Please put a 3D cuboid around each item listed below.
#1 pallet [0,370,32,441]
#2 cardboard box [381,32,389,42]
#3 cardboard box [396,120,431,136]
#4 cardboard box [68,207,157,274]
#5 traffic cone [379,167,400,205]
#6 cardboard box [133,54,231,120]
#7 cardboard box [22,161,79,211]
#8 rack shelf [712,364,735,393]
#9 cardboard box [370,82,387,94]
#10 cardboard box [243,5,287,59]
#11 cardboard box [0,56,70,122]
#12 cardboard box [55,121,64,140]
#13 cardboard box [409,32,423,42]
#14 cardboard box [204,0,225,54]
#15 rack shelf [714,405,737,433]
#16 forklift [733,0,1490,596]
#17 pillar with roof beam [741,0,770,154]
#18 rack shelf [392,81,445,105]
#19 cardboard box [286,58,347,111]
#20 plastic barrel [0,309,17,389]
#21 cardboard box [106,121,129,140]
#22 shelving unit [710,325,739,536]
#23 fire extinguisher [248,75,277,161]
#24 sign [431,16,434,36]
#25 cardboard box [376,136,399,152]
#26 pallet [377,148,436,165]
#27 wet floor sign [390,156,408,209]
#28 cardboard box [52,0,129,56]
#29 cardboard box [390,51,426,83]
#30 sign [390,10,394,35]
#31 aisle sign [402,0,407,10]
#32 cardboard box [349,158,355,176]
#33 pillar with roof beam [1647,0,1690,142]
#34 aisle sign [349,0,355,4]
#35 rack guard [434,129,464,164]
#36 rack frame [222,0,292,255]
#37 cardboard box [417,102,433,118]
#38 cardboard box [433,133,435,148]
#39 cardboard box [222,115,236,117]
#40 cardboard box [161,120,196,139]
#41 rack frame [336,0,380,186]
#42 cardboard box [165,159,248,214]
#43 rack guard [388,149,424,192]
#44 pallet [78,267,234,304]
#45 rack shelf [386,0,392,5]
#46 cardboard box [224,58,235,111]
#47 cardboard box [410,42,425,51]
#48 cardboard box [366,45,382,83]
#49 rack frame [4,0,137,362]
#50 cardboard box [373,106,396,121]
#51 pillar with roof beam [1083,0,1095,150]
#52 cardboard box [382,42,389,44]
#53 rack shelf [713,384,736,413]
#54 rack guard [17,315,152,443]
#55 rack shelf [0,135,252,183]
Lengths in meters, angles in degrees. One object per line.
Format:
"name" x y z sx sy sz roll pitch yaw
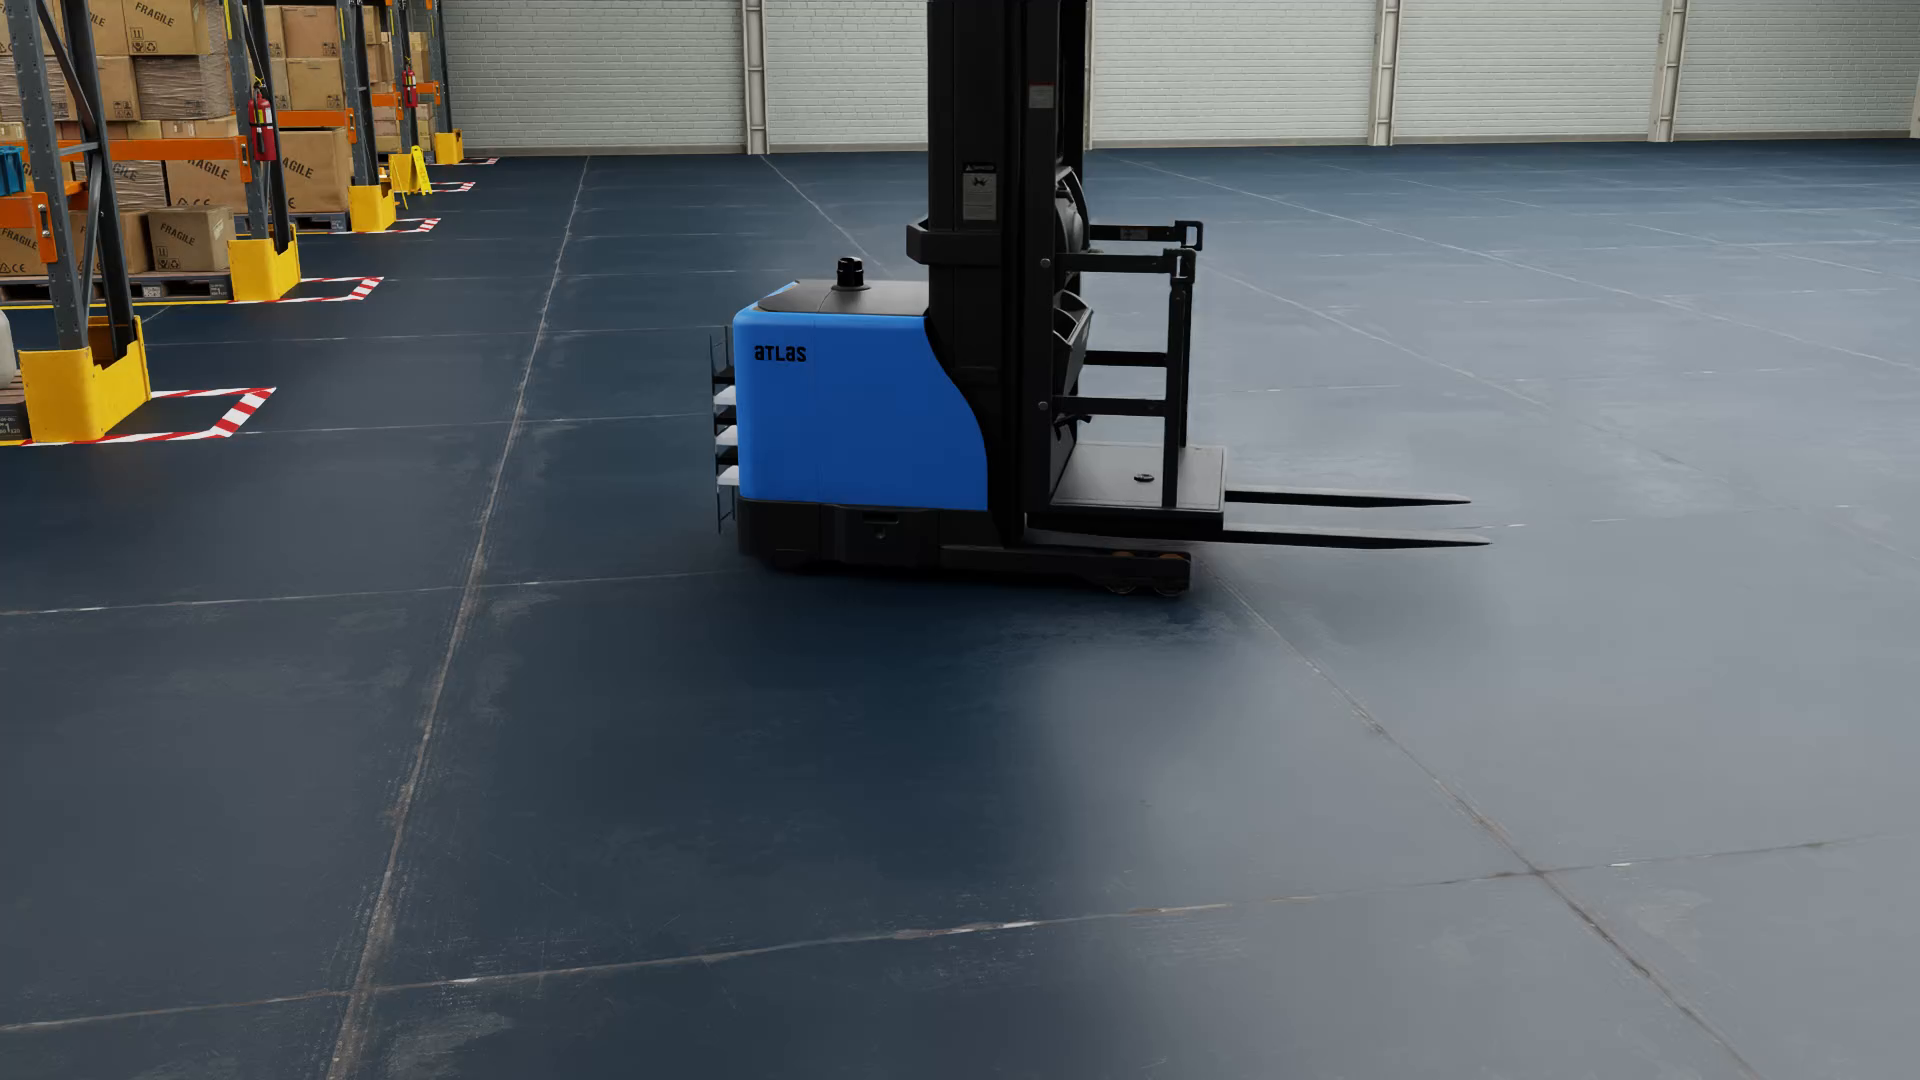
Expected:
"pallet" -5.785 -0.756 9.415 1.213 0.211 1.003 -3 17 -10
"cardboard box" -9.485 -8.241 27.251 0.250 0.149 0.380 -3 17 -9
"cardboard box" -9.104 -6.874 27.701 0.500 0.250 0.500 -3 17 -11
"cardboard box" -7.057 -2.512 13.922 0.500 0.500 0.500 1 17 4
"traffic cone" -7.373 -4.526 21.260 0.334 0.463 0.336 -3 17 -10
"cardboard box" -6.405 -3.746 13.722 0.500 0.500 0.875 -3 17 -10
"cardboard box" -9.998 -3.991 18.102 0.875 0.875 0.875 -3 17 -10
"rack shelf" -0.947 -0.704 7.264 0.200 0.077 0.258 3 17 9
"cardboard box" -8.066 -6.233 22.924 0.250 0.149 0.380 -3 17 -9
"cardboard box" -7.596 -5.535 18.131 0.550 0.550 0.875 -3 17 -10
"cardboard box" -7.372 -3.668 13.469 0.500 0.500 0.875 -3 17 -10
"cardboard box" -7.325 -3.309 13.404 0.250 0.149 0.380 -3 17 -10
"cardboard box" -8.997 -8.286 27.398 0.250 0.149 0.380 -3 17 -10
"cardboard box" -6.452 -4.295 13.806 0.500 0.500 0.500 -3 17 -10
"rack shelf" -0.947 -0.532 7.317 0.200 0.077 0.258 3 17 9
"forklift" 0.641 -1.346 6.703 3.031 2.935 1.130 3 17 9
"pillar with roof beam" -2.832 -10.048 24.700 0.400 9.000 9.100 -3 17 -10
"rack shelf" -10.649 -7.411 27.557 4.000 0.370 1.077 -3 17 -10
"cardboard box" -7.057 -5.052 18.397 0.550 0.550 0.875 -3 17 -10
"plastic barrel" -5.552 -1.104 9.319 0.421 0.512 0.421 0 17 0
"cardboard box" -6.830 -3.331 13.477 0.250 0.149 0.380 -3 17 -10
"shelving unit" -0.947 -0.477 7.333 0.210 0.900 0.258 3 17 9
"fire extinguisher" -5.660 -3.415 13.454 0.183 0.674 0.296 -3 17 -10
"sign" -8.596 -8.376 27.097 0.005 0.325 0.100 -3 17 -10
"cardboard box" -9.577 -6.610 27.693 0.500 0.250 0.500 -3 17 -10
"pallet" -9.428 -6.479 28.045 1.213 0.211 1.003 -3 17 -10
"wet floor sign" -7.049 -4.461 20.738 0.232 0.644 0.267 -6 18 -20
"cardboard box" -6.843 -4.115 13.222 0.500 0.500 0.500 -3 17 -10
"cardboard box" -9.118 -7.811 27.464 0.500 0.500 0.500 -4 17 -12
"sign" -7.654 -6.979 22.415 0.005 0.325 0.100 -3 17 -10
"aisle sign" -7.738 -7.771 23.076 0.004 0.787 0.394 -3 17 -10
"cardboard box" -8.506 -5.198 23.095 0.500 0.250 0.500 -3 17 -11
"pillar with roof beam" 14.841 -11.051 27.965 0.400 9.000 9.100 -3 17 -10
"aisle sign" -6.575 -6.174 17.878 0.004 0.787 0.394 -3 17 -10
"rack guard" -8.662 -6.673 28.185 0.348 0.500 1.175 -3 17 -10
"rack frame" -5.860 -3.579 13.855 0.127 3.000 1.000 -3 17 -10
"cardboard box" -9.193 -7.258 28.100 0.500 0.250 0.500 -4 17 -11
"cardboard box" -9.204 -6.782 28.251 0.500 0.250 0.500 -3 17 -10
"cardboard box" -6.185 -3.512 14.064 0.250 0.149 0.380 -3 17 -10
"cardboard box" -6.346 -3.370 13.601 0.250 0.149 0.380 -3 17 -10
"rack frame" -6.702 -5.014 18.528 0.127 3.000 1.000 -3 17 -10
"cardboard box" -8.218 -4.093 18.432 0.875 0.875 0.875 -4 17 -11
"rack guard" -7.814 -5.236 23.509 0.348 0.500 1.175 -3 17 -10
"pallet" -6.739 -2.207 14.136 1.213 0.211 1.003 -3 17 -10
"rack shelf" -9.703 -7.414 22.458 4.000 0.370 1.077 -3 17 -10
"cardboard box" -8.167 -5.020 18.293 0.550 0.550 0.875 -3 17 -10
"cardboard box" -8.972 -8.124 27.378 0.250 0.149 0.380 -3 17 -10
"cardboard box" -8.220 -6.516 22.741 0.500 0.500 0.500 -4 17 -11
"rack frame" -4.920 -2.151 9.206 0.127 3.000 1.000 -3 17 -10
"cardboard box" -9.578 -7.085 27.535 0.500 0.250 0.500 -3 17 -9
"pillar with roof beam" 3.059 -10.383 25.788 0.400 9.000 9.100 -3 17 -10
"cardboard box" -9.484 -8.105 27.314 0.250 0.149 0.380 -3 17 -9
"rack shelf" -0.947 -0.618 7.290 0.200 0.077 0.258 3 17 9
"rack guard" -4.986 -0.938 9.515 0.348 0.500 1.175 -3 17 -10
"rack shelf" -7.824 -3.124 13.598 4.000 0.370 1.077 -3 17 -10
